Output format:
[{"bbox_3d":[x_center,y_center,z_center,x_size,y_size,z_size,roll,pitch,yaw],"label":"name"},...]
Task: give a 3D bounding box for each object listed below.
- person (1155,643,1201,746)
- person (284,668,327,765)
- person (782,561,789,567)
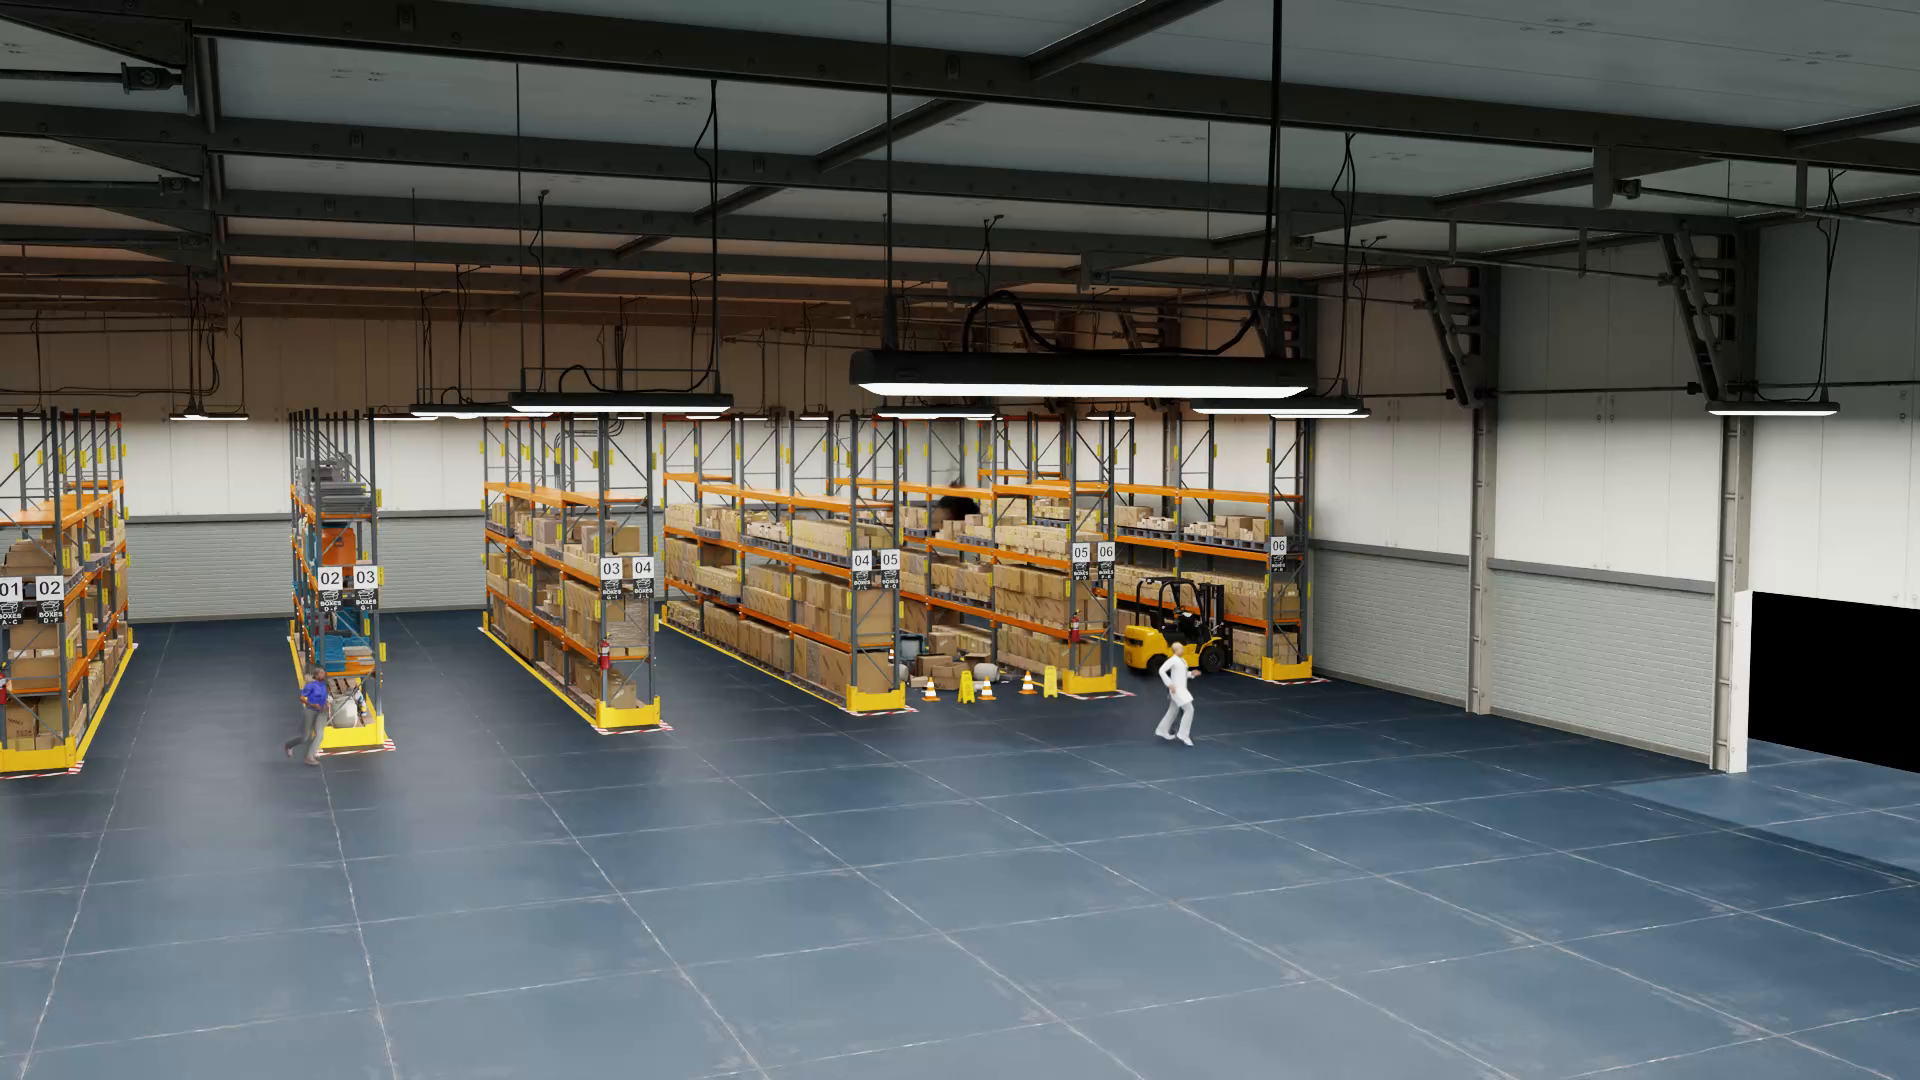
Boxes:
[{"bbox_3d":[3.893,2.755,29.747,0.835,1.849,0.669,1,4,15],"label":"person"},{"bbox_3d":[-11.003,2.963,28.216,0.791,1.593,0.634,2,4,27],"label":"person"},{"bbox_3d":[-5.353,1.324,50.736,0.708,1.751,0.649,-1,4,-18],"label":"person"}]
